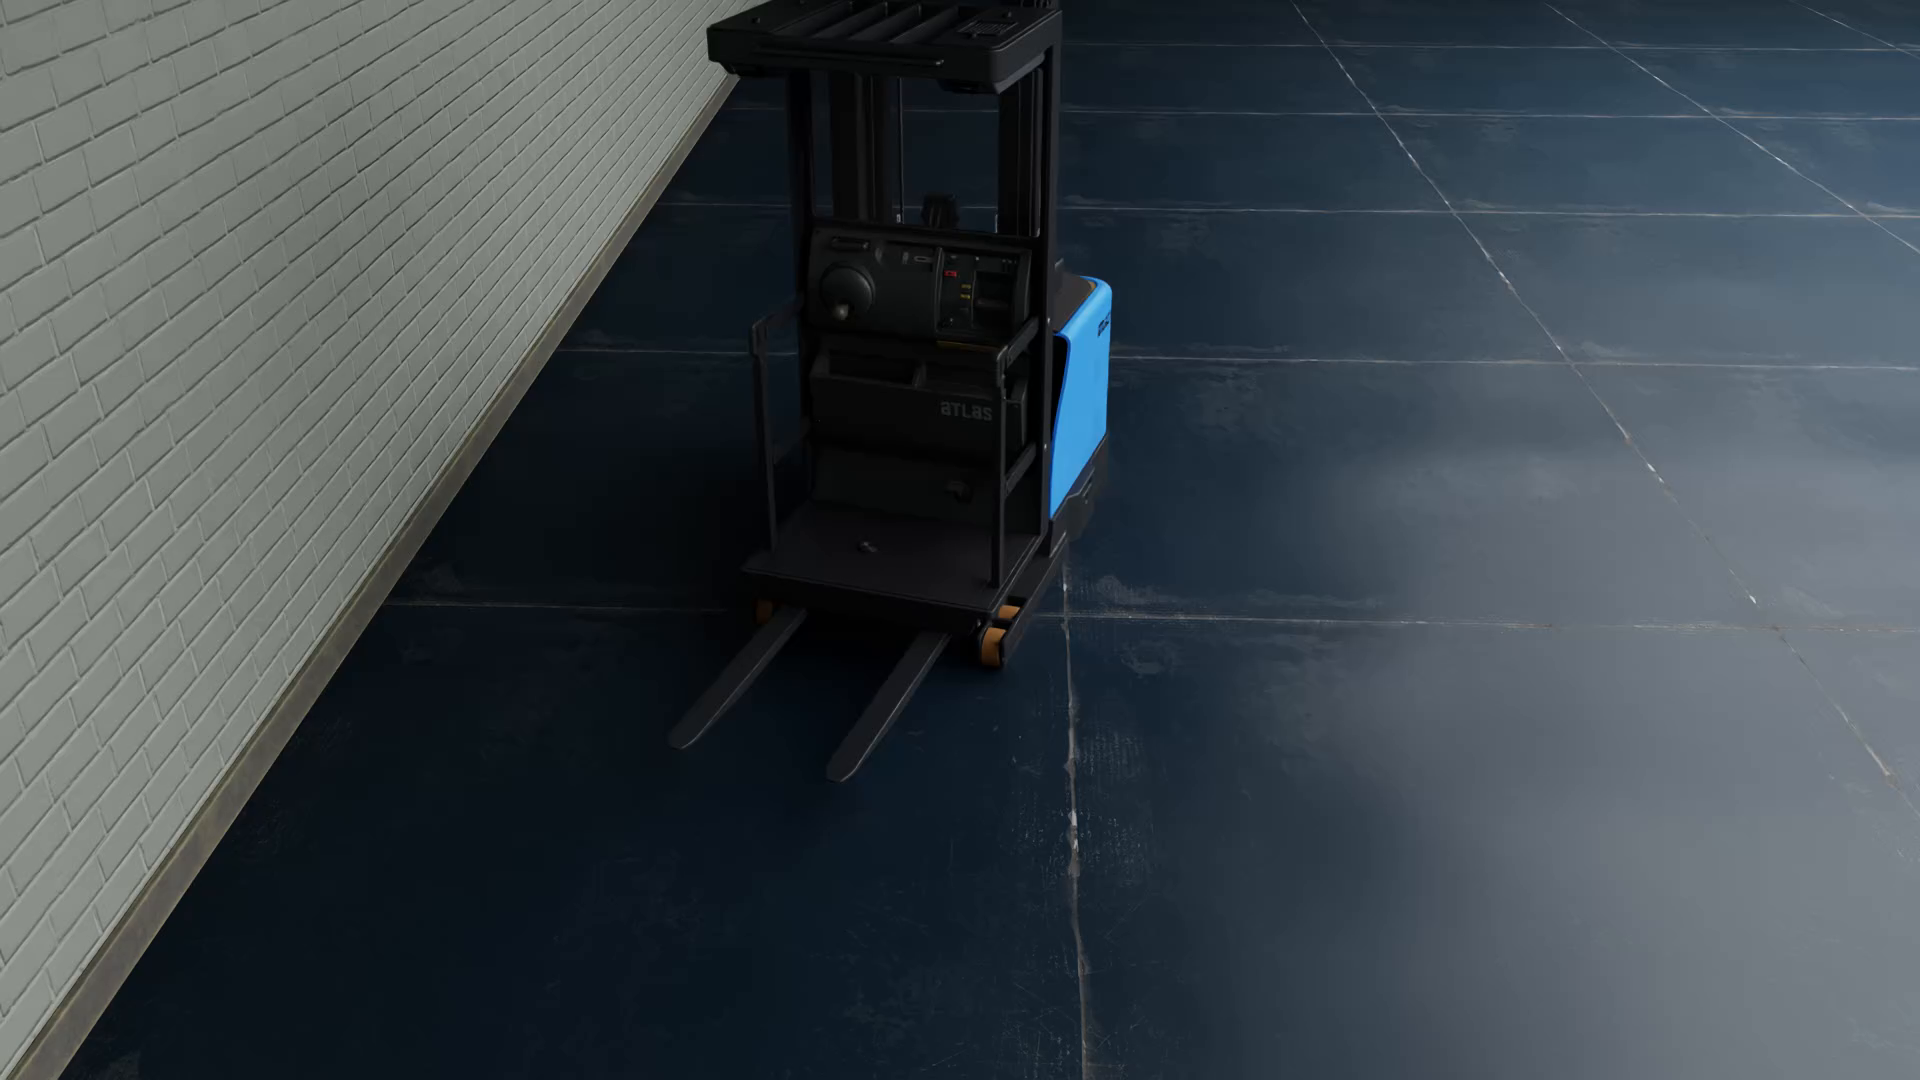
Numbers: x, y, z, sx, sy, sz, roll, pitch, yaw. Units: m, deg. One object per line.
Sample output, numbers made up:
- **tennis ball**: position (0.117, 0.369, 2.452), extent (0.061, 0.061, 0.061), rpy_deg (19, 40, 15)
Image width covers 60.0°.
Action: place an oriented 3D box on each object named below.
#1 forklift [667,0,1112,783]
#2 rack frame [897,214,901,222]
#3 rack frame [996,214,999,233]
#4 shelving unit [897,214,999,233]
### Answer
- **forklift**: position (-0.235, -0.988, 6.484), extent (1.130, 2.935, 3.031), rpy_deg (9, 29, 17)
- **rack frame**: position (-0.302, -1.024, 8.401), extent (0.015, 1.200, 0.240), rpy_deg (0, 28, 0)
- **rack frame**: position (0.187, -1.024, 8.401), extent (0.015, 1.200, 0.240), rpy_deg (0, 28, 0)
- **shelving unit**: position (-0.058, -1.024, 8.401), extent (0.503, 1.200, 0.258), rpy_deg (0, 28, 0)
